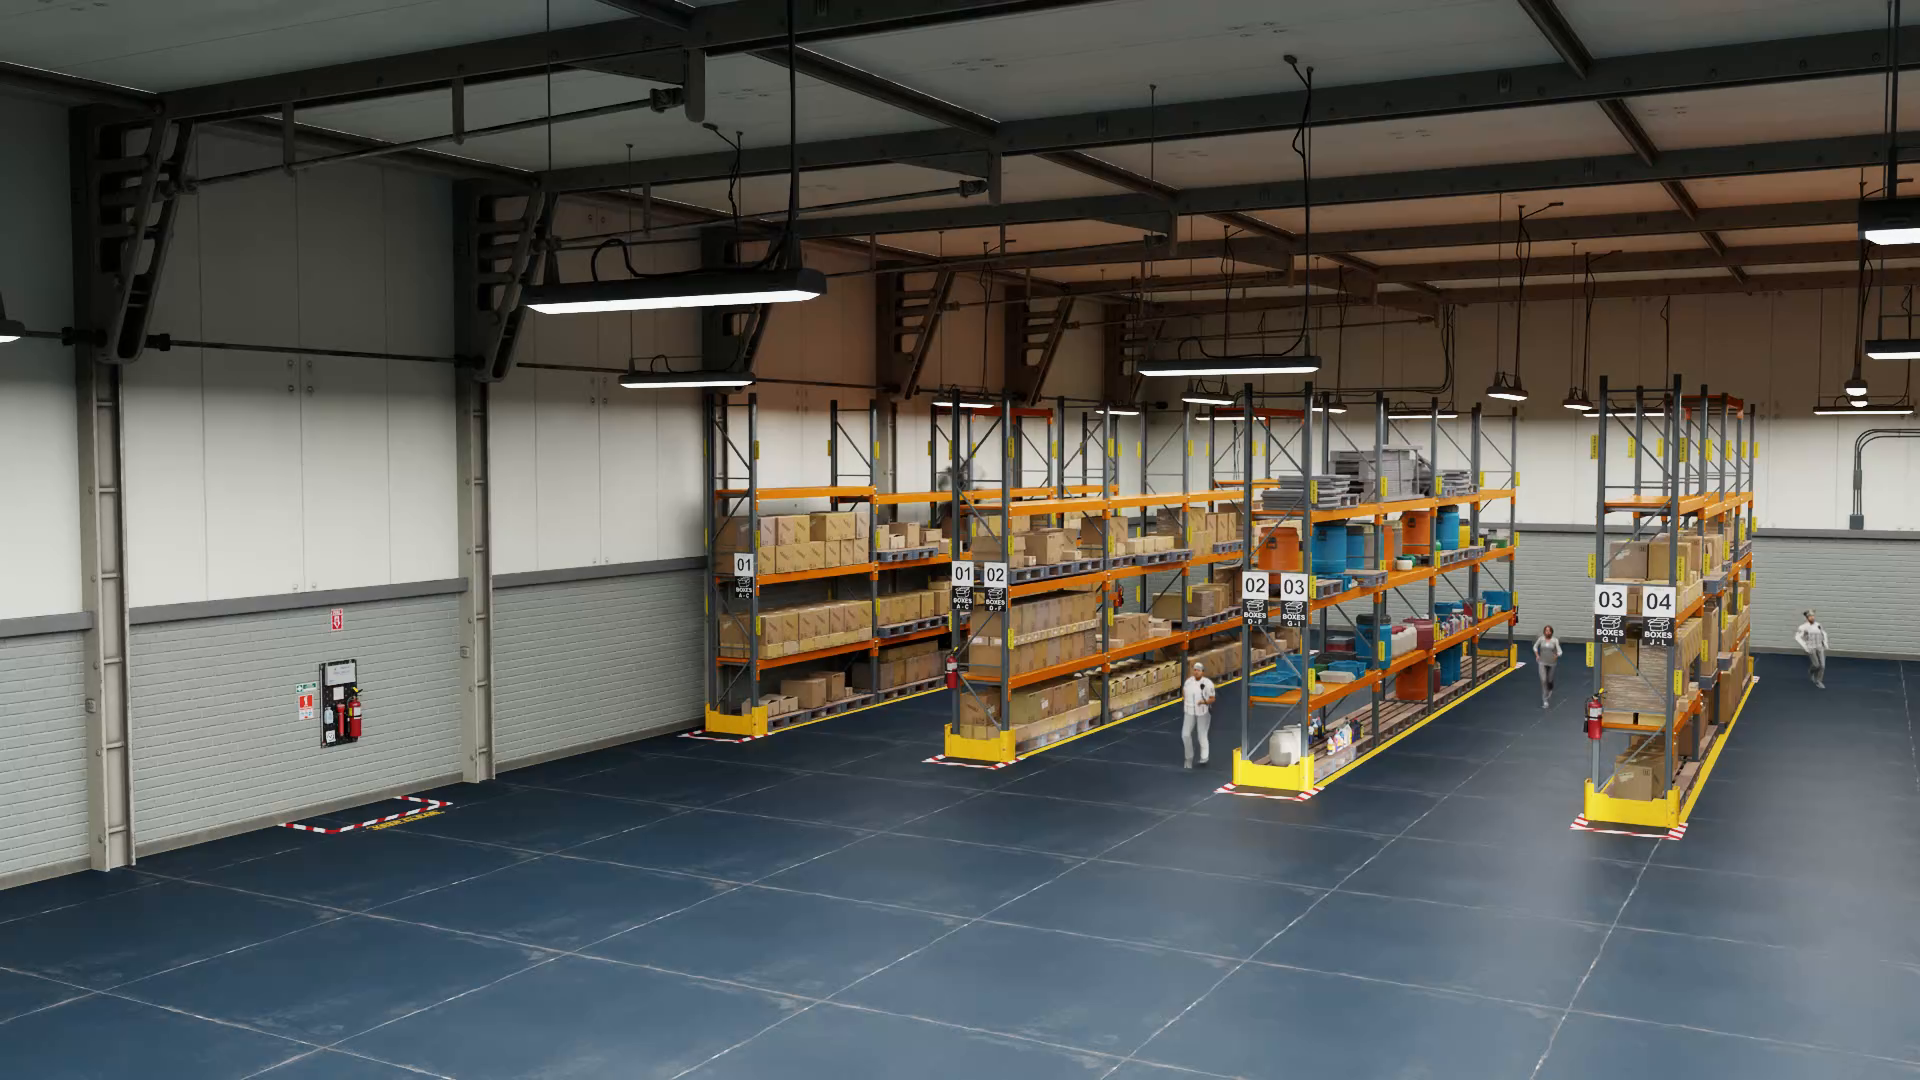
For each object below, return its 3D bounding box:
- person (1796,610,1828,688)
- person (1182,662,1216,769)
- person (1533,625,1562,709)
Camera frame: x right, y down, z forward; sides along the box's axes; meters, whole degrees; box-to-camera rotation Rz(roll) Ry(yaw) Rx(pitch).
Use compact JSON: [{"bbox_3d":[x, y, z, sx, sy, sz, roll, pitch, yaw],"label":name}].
[{"bbox_3d":[18.042,2.297,35.151,0.647,1.660,0.490,0,3,-2],"label":"person"},{"bbox_3d":[3.741,2.779,26.187,0.579,1.719,0.717,1,3,24],"label":"person"},{"bbox_3d":[11.498,2.506,32.564,0.541,1.502,0.821,1,3,21],"label":"person"}]
